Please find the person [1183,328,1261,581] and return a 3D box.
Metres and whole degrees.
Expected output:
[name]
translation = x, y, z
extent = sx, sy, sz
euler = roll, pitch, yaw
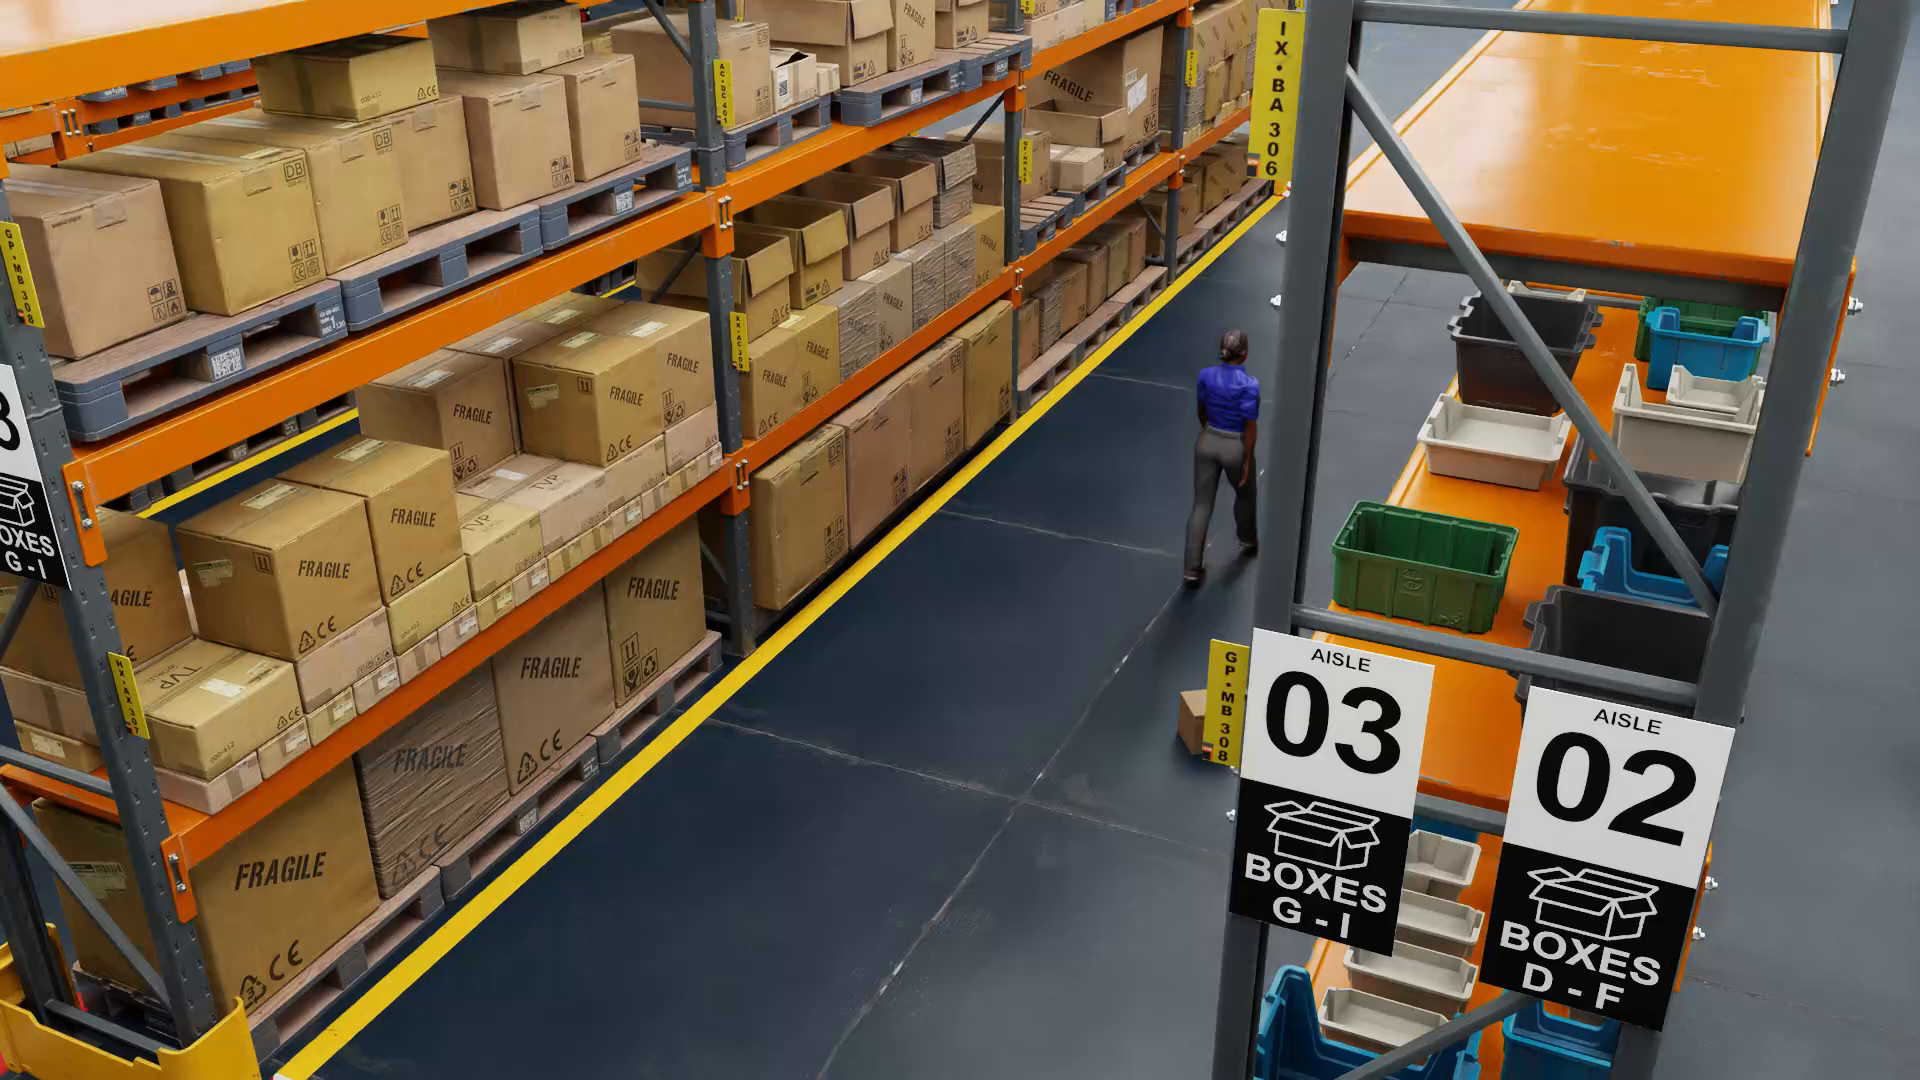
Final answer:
[person]
translation = 1.714, -0.598, 10.603
extent = 0.458, 1.619, 0.944
euler = 14, 29, 25
